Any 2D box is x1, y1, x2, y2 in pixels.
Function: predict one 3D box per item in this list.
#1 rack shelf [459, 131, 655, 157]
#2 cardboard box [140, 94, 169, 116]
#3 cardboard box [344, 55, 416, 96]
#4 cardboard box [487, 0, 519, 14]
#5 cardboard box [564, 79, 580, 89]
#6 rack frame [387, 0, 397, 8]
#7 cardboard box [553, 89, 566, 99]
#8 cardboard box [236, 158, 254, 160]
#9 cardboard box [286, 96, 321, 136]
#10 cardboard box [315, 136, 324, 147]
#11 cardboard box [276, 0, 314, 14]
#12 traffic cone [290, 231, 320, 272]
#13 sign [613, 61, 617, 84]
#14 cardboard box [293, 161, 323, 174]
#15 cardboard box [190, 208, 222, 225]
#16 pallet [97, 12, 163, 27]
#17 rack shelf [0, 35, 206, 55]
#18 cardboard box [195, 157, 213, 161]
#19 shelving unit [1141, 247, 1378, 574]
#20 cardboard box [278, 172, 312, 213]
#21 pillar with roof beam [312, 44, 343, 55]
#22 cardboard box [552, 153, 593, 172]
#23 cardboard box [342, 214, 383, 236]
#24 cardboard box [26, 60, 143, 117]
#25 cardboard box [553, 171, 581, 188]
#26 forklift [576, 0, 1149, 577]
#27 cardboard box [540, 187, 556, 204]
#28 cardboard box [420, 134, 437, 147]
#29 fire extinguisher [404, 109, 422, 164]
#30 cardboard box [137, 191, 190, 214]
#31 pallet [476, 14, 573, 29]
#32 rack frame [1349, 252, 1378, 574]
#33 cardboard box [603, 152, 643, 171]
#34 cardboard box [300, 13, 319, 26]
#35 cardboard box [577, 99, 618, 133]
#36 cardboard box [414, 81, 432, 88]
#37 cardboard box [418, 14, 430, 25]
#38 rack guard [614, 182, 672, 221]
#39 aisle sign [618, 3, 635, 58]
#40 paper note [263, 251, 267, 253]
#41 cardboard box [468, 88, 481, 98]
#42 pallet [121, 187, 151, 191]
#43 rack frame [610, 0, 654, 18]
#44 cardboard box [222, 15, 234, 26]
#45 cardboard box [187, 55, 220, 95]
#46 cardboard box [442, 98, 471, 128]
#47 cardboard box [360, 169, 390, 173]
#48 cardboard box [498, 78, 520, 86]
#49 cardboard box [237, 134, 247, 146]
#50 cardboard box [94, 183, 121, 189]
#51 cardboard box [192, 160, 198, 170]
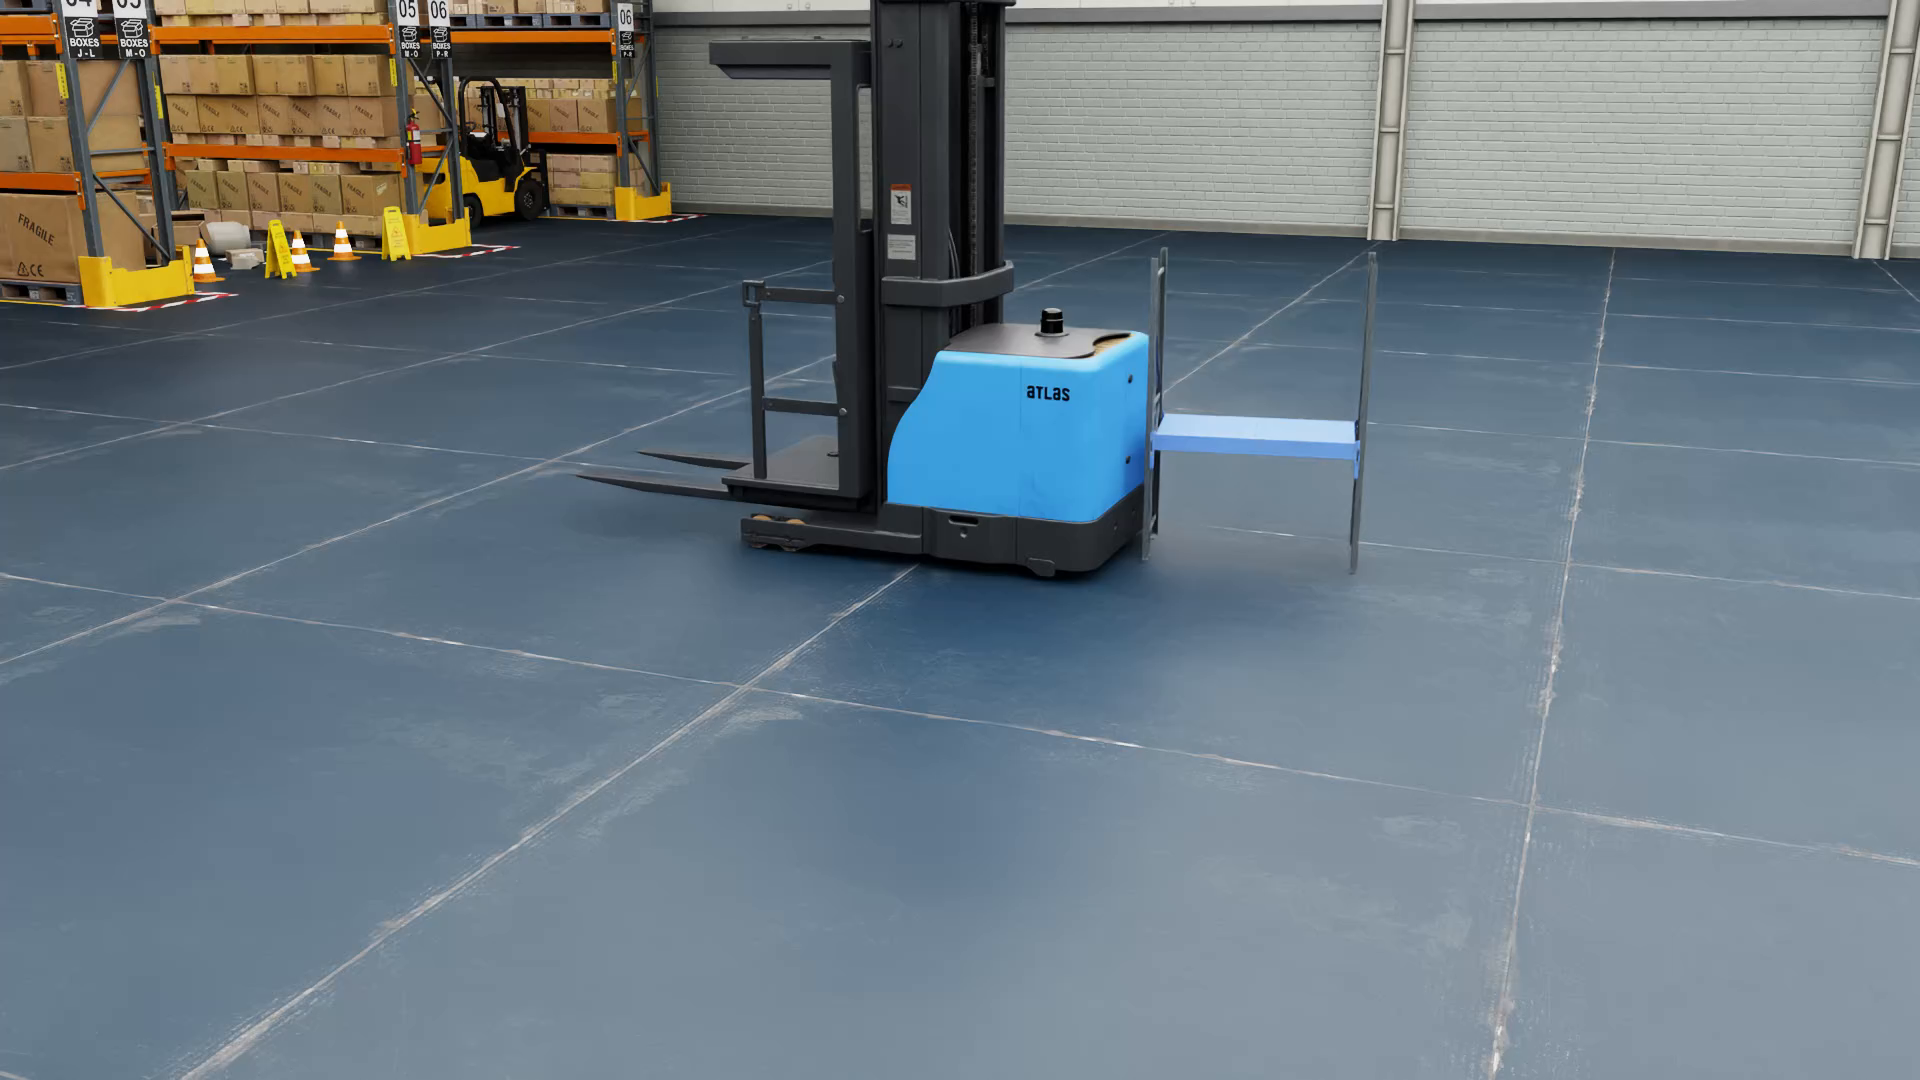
[{"bbox_3d":[-6.854,-6.385,26.576,4.000,0.370,1.077,6,17,21],"label":"rack shelf"},{"bbox_3d":[-11.046,-6.027,22.589,0.500,0.500,0.500,6,17,20],"label":"cardboard box"},{"bbox_3d":[-7.366,-5.904,21.125,0.500,0.500,0.700,6,17,19],"label":"cardboard box"},{"bbox_3d":[-6.941,-8.448,25.895,0.637,0.503,0.797,7,18,22],"label":"cardboard box"},{"bbox_3d":[-5.898,-7.047,25.690,0.250,0.149,0.380,7,17,22],"label":"cardboard box"},{"bbox_3d":[-6.811,-8.119,20.499,0.127,3.000,1.000,6,17,21],"label":"rack frame"},{"bbox_3d":[-6.113,-6.937,25.846,0.250,0.149,0.380,6,17,20],"label":"cardboard box"},{"bbox_3d":[-11.860,-6.338,28.631,0.625,0.625,0.875,7,18,22],"label":"cardboard box"},{"bbox_3d":[-8.345,-5.517,21.585,0.500,0.500,0.500,6,17,20],"label":"cardboard box"},{"bbox_3d":[-8.182,-5.210,21.690,0.250,0.149,0.380,7,17,21],"label":"cardboard box"},{"bbox_3d":[-8.338,-6.835,21.193,0.500,0.250,0.500,7,18,22],"label":"cardboard box"},{"bbox_3d":[-7.775,-3.406,19.577,0.334,0.463,0.336,6,17,21],"label":"traffic cone"},{"bbox_3d":[-5.205,-7.056,25.097,0.005,0.325,0.100,6,17,21],"label":"sign"},{"bbox_3d":[-8.495,-4.879,21.770,0.250,0.149,0.380,7,18,23],"label":"cardboard box"},{"bbox_3d":[-10.082,-4.398,22.620,0.500,0.250,0.500,5,17,18],"label":"cardboard box"},{"bbox_3d":[-11.067,-7.088,22.665,1.003,0.211,1.213,6,17,21],"label":"pallet"},{"bbox_3d":[-12.393,-6.947,23.132,4.000,0.370,1.077,6,17,21],"label":"rack shelf"},{"bbox_3d":[-12.988,-6.641,28.737,0.250,0.149,0.380,5,17,18],"label":"cardboard box"},{"bbox_3d":[1.473,-0.653,8.231,1.048,1.500,0.538,3,17,12],"label":"shelving unit"},{"bbox_3d":[-8.606,-4.599,21.970,0.500,0.500,0.500,6,17,19],"label":"cardboard box"},{"bbox_3d":[-12.471,-9.209,24.253,0.400,9.000,9.100,6,17,21],"label":"pillar with roof beam"},{"bbox_3d":[-6.013,-5.904,26.015,0.500,0.250,0.500,7,17,22],"label":"cardboard box"},{"bbox_3d":[-7.684,-4.134,21.713,0.500,0.250,0.500,6,17,20],"label":"cardboard box"},{"bbox_3d":[-8.864,-4.582,16.871,0.550,0.550,0.875,6,17,21],"label":"cardboard box"},{"bbox_3d":[-6.023,-5.670,26.105,0.500,0.250,0.500,6,17,20],"label":"cardboard box"},{"bbox_3d":[-0.581,-1.474,8.495,3.031,2.935,1.130,7,17,21],"label":"forklift"},{"bbox_3d":[-6.468,-5.480,26.347,0.500,0.250,0.500,6,17,21],"label":"cardboard box"},{"bbox_3d":[-7.051,-5.206,21.675,0.250,0.149,0.380,6,17,21],"label":"cardboard box"},{"bbox_3d":[-6.874,-5.069,20.894,0.183,0.674,0.296,6,17,21],"label":"fire extinguisher"},{"bbox_3d":[-11.021,-4.640,23.235,0.625,0.372,0.950,7,17,21],"label":"cardboard box"},{"bbox_3d":[-6.780,-8.127,26.066,1.213,0.211,1.003,6,17,21],"label":"pallet"},{"bbox_3d":[1.969,-0.622,8.127,0.032,1.500,0.500,3,17,12],"label":"rack frame"},{"bbox_3d":[-5.371,-5.985,26.295,0.500,0.250,0.500,6,17,20],"label":"cardboard box"},{"bbox_3d":[-8.184,-6.631,21.205,0.250,0.149,0.380,6,17,20],"label":"cardboard box"},{"bbox_3d":[-5.547,-6.556,25.696,0.500,0.500,0.500,6,17,19],"label":"cardboard box"},{"bbox_3d":[-8.527,-7.327,26.657,0.250,0.149,0.380,7,17,22],"label":"cardboard box"},{"bbox_3d":[-7.000,-6.676,21.359,0.250,0.149,0.380,6,17,21],"label":"cardboard box"},{"bbox_3d":[-4.971,-5.323,26.111,0.348,0.500,1.175,6,17,21],"label":"rack guard"},{"bbox_3d":[-5.040,-7.691,25.123,0.004,0.787,0.394,6,17,21],"label":"aisle sign"},{"bbox_3d":[-9.005,-3.713,21.409,0.148,0.019,0.142,0,16,1],"label":"paper note"},{"bbox_3d":[-7.574,-7.076,26.325,0.250,0.149,0.380,6,17,20],"label":"cardboard box"},{"bbox_3d":[-14.247,-6.216,29.707,1.213,0.211,1.003,6,17,21],"label":"pallet"},{"bbox_3d":[-4.993,-9.407,24.935,0.127,3.000,1.000,6,17,21],"label":"rack frame"},{"bbox_3d":[-9.375,-6.767,21.674,0.250,0.149,0.380,6,17,19],"label":"cardboard box"},{"bbox_3d":[-9.735,-6.159,22.002,0.500,0.500,0.700,6,17,21],"label":"cardboard box"},{"bbox_3d":[-7.907,-6.821,26.608,0.500,0.500,0.500,7,17,22],"label":"cardboard box"},{"bbox_3d":[-7.970,-4.688,22.275,0.500,0.500,0.500,6,17,19],"label":"cardboard box"},{"bbox_3d":[-7.061,-7.195,26.202,0.250,0.149,0.380,6,17,21],"label":"cardboard box"},{"bbox_3d":[-9.368,-5.326,22.089,0.250,0.149,0.380,6,17,20],"label":"cardboard box"},{"bbox_3d":[-11.157,-4.345,21.387,0.500,0.500,0.500,6,17,21],"label":"cardboard box"},{"bbox_3d":[-12.908,-6.333,28.837,0.500,0.500,0.500,7,18,22],"label":"cardboard box"}]
